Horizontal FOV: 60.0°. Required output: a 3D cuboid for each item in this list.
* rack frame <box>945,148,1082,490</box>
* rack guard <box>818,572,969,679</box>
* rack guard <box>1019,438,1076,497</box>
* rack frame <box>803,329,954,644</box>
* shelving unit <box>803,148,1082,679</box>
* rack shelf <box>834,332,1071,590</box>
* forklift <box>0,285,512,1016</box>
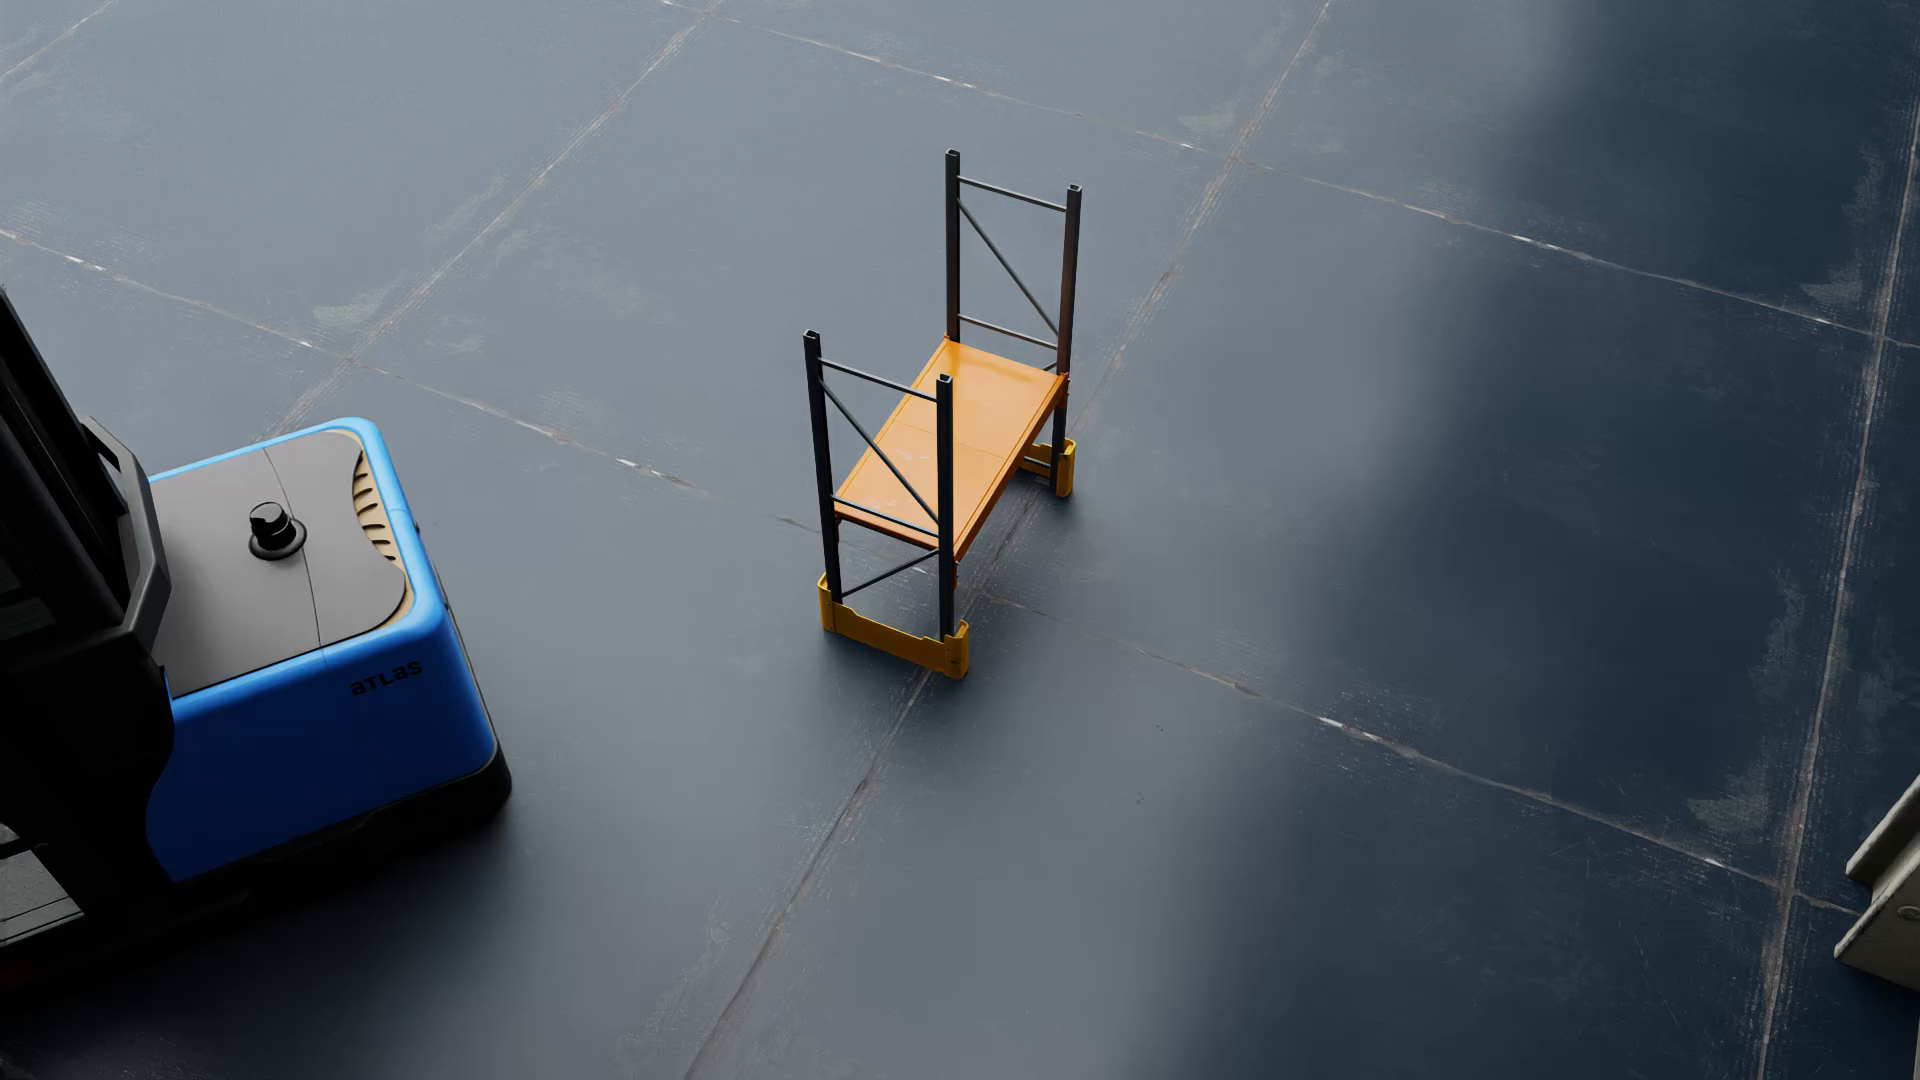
[{"bbox_3d":[0.181,-0.777,6.242,0.500,1.500,0.032,20,52,16],"label":"rack frame"},{"bbox_3d":[-0.245,0.314,6.133,0.587,0.250,0.087,20,52,16],"label":"rack guard"},{"bbox_3d":[0.180,-0.371,6.717,0.587,0.250,0.087,20,52,16],"label":"rack guard"},{"bbox_3d":[-0.254,-0.077,5.646,0.500,1.500,0.032,20,52,16],"label":"rack frame"},{"bbox_3d":[-0.033,-0.434,5.949,0.587,1.500,1.083,20,52,16],"label":"shelving unit"},{"bbox_3d":[-0.036,-0.311,6.081,0.538,0.185,1.000,20,52,16],"label":"rack shelf"},{"bbox_3d":[-3.104,0.133,4.527,3.031,2.935,1.130,-20,53,-16],"label":"forklift"}]
